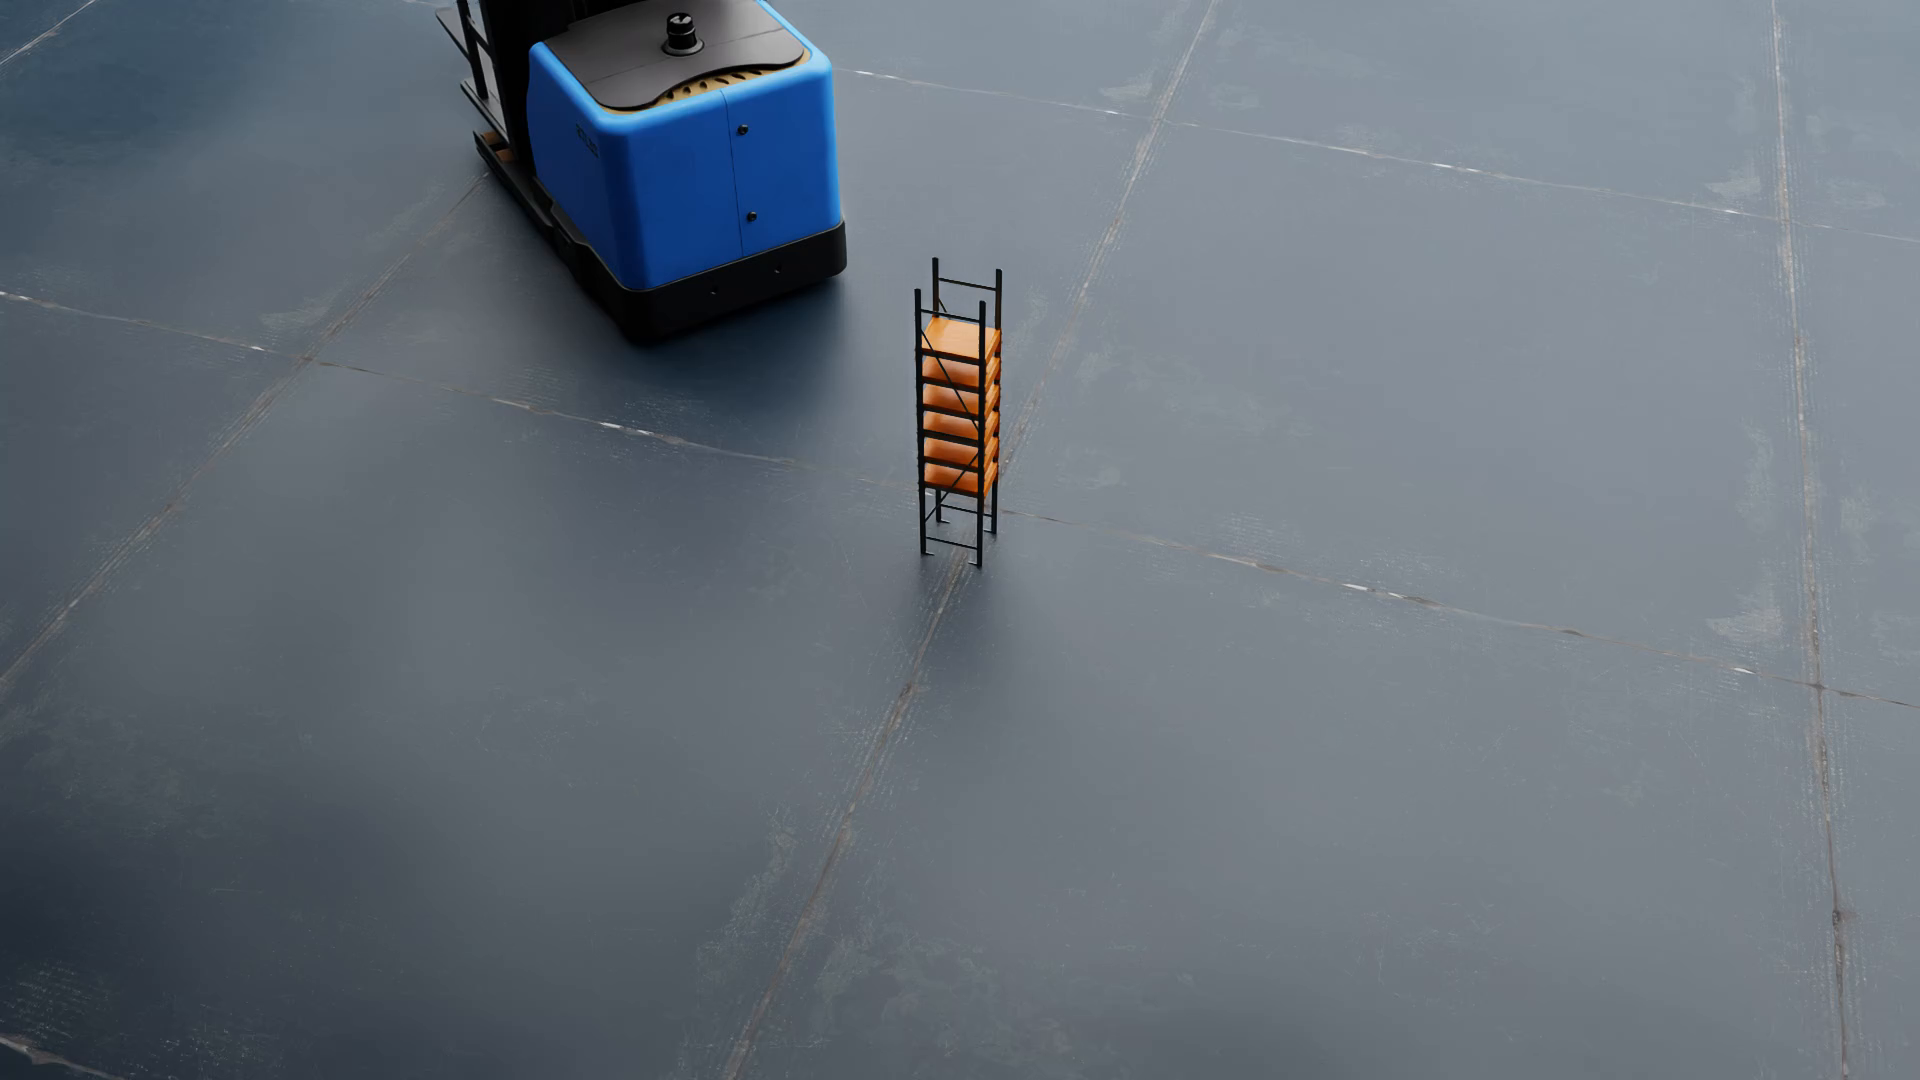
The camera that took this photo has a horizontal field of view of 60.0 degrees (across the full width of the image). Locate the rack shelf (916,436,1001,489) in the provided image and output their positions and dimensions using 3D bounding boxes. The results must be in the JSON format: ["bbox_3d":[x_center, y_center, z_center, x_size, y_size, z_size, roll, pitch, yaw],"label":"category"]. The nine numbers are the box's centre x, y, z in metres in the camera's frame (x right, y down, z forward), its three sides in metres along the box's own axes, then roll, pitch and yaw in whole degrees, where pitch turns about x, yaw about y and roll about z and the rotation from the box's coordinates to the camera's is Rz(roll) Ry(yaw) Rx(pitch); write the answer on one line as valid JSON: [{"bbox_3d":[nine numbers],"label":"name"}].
[{"bbox_3d":[-0.004,-0.302,5.936,0.258,0.103,0.180,13,46,13],"label":"rack shelf"}]

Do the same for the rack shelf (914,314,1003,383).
[{"bbox_3d":[-0.004,-0.645,5.600,0.258,0.103,0.180,13,46,13],"label":"rack shelf"}]

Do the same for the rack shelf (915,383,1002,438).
[{"bbox_3d":[-0.004,-0.473,5.768,0.258,0.103,0.180,13,46,13],"label":"rack shelf"}]

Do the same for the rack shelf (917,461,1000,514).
[{"bbox_3d":[-0.004,-0.216,6.019,0.258,0.103,0.180,13,46,13],"label":"rack shelf"}]

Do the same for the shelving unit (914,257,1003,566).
[{"bbox_3d":[-0.004,-0.419,5.820,0.258,1.200,0.189,13,46,13],"label":"shelving unit"}]

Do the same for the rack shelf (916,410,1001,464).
[{"bbox_3d":[-0.004,-0.387,5.852,0.258,0.103,0.180,13,46,13],"label":"rack shelf"}]

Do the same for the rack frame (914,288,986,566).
[{"bbox_3d":[-0.032,-0.358,5.758,0.240,1.200,0.006,13,46,13],"label":"rack frame"}]

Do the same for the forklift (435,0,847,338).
[{"bbox_3d":[-1.700,-2.914,7.132,1.130,2.935,3.031,-23,49,-22],"label":"forklift"}]

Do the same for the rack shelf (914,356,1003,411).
[{"bbox_3d":[-0.004,-0.559,5.684,0.258,0.103,0.180,13,46,13],"label":"rack shelf"}]

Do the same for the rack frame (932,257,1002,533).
[{"bbox_3d":[0.023,-0.480,5.883,0.240,1.200,0.006,13,46,13],"label":"rack frame"}]
